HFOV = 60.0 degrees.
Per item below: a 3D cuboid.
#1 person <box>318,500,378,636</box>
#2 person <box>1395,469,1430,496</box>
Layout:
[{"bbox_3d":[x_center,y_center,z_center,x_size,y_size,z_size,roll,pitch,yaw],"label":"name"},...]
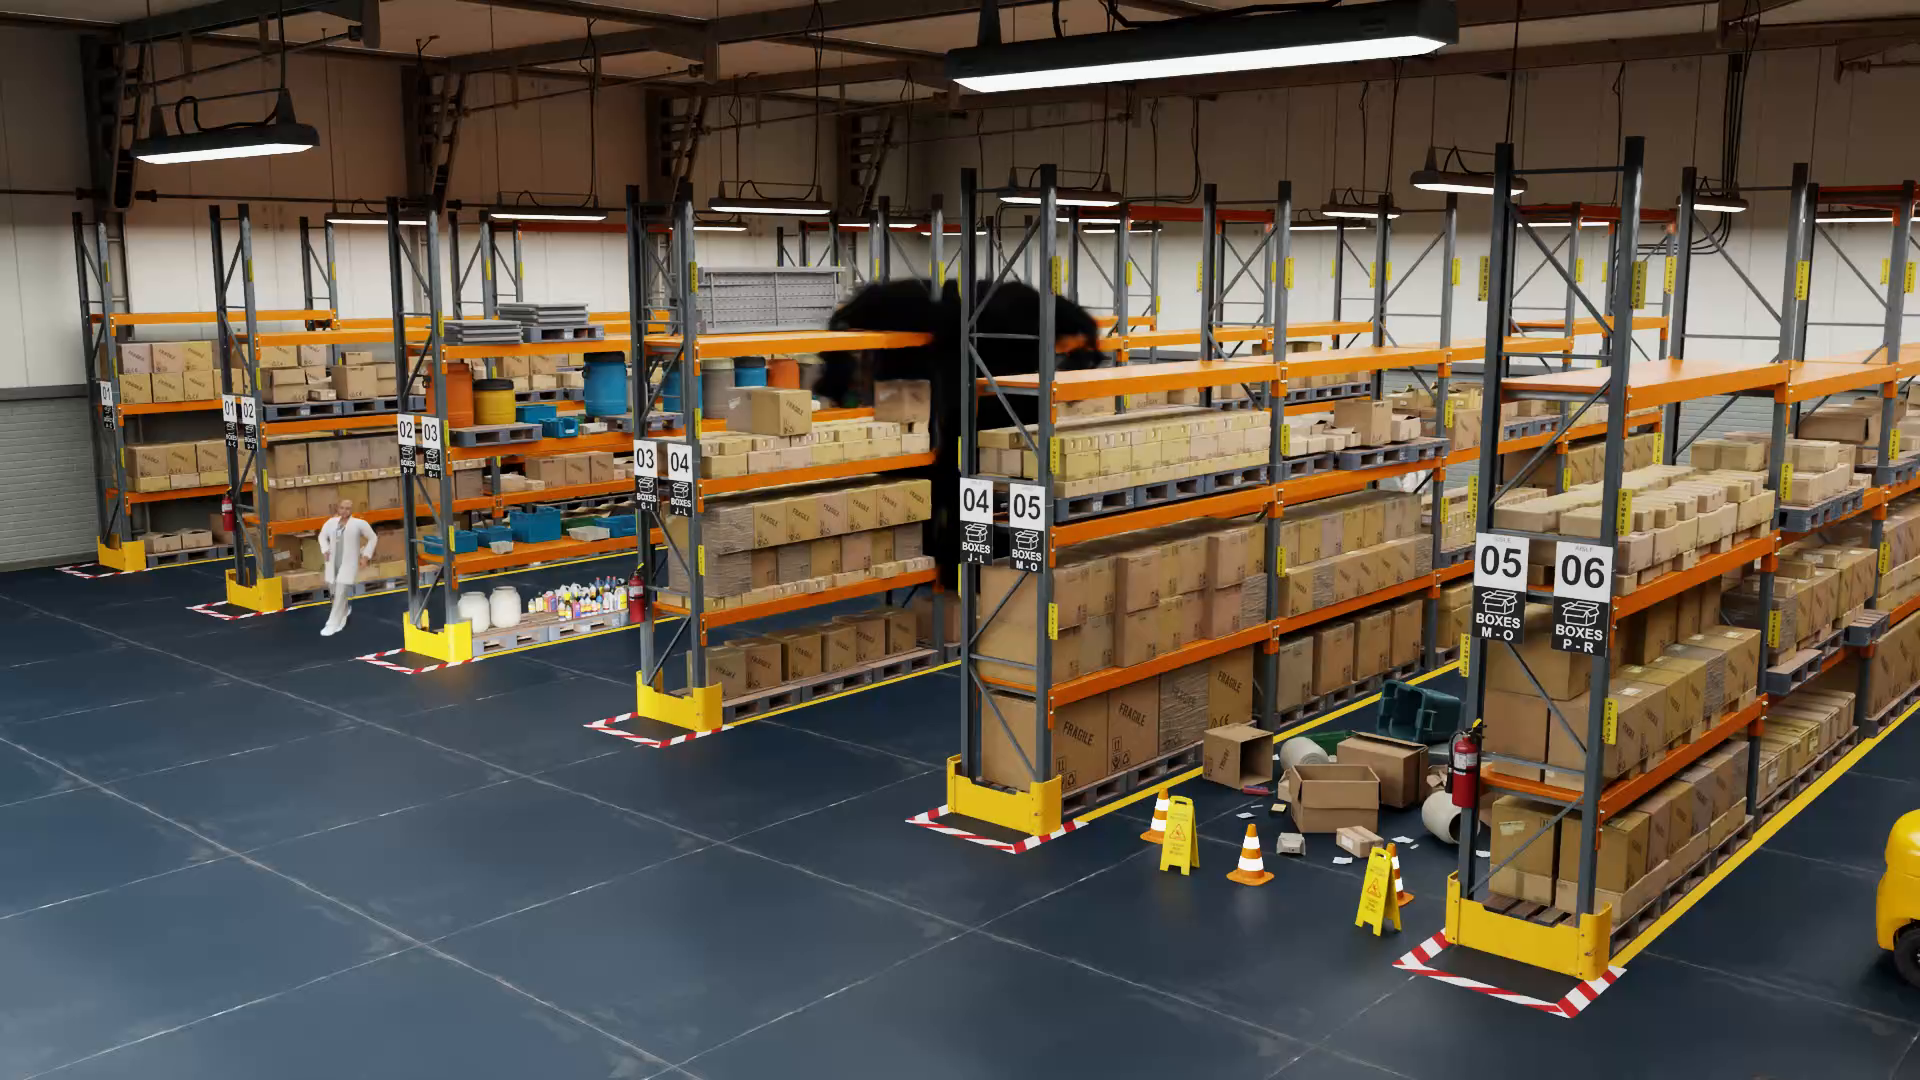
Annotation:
[{"bbox_3d":[-8.177,0.367,22.171,0.772,1.797,0.882,1,10,4],"label":"person"},{"bbox_3d":[8.494,-0.857,31.171,0.653,1.716,0.548,-1,10,-7],"label":"person"}]
